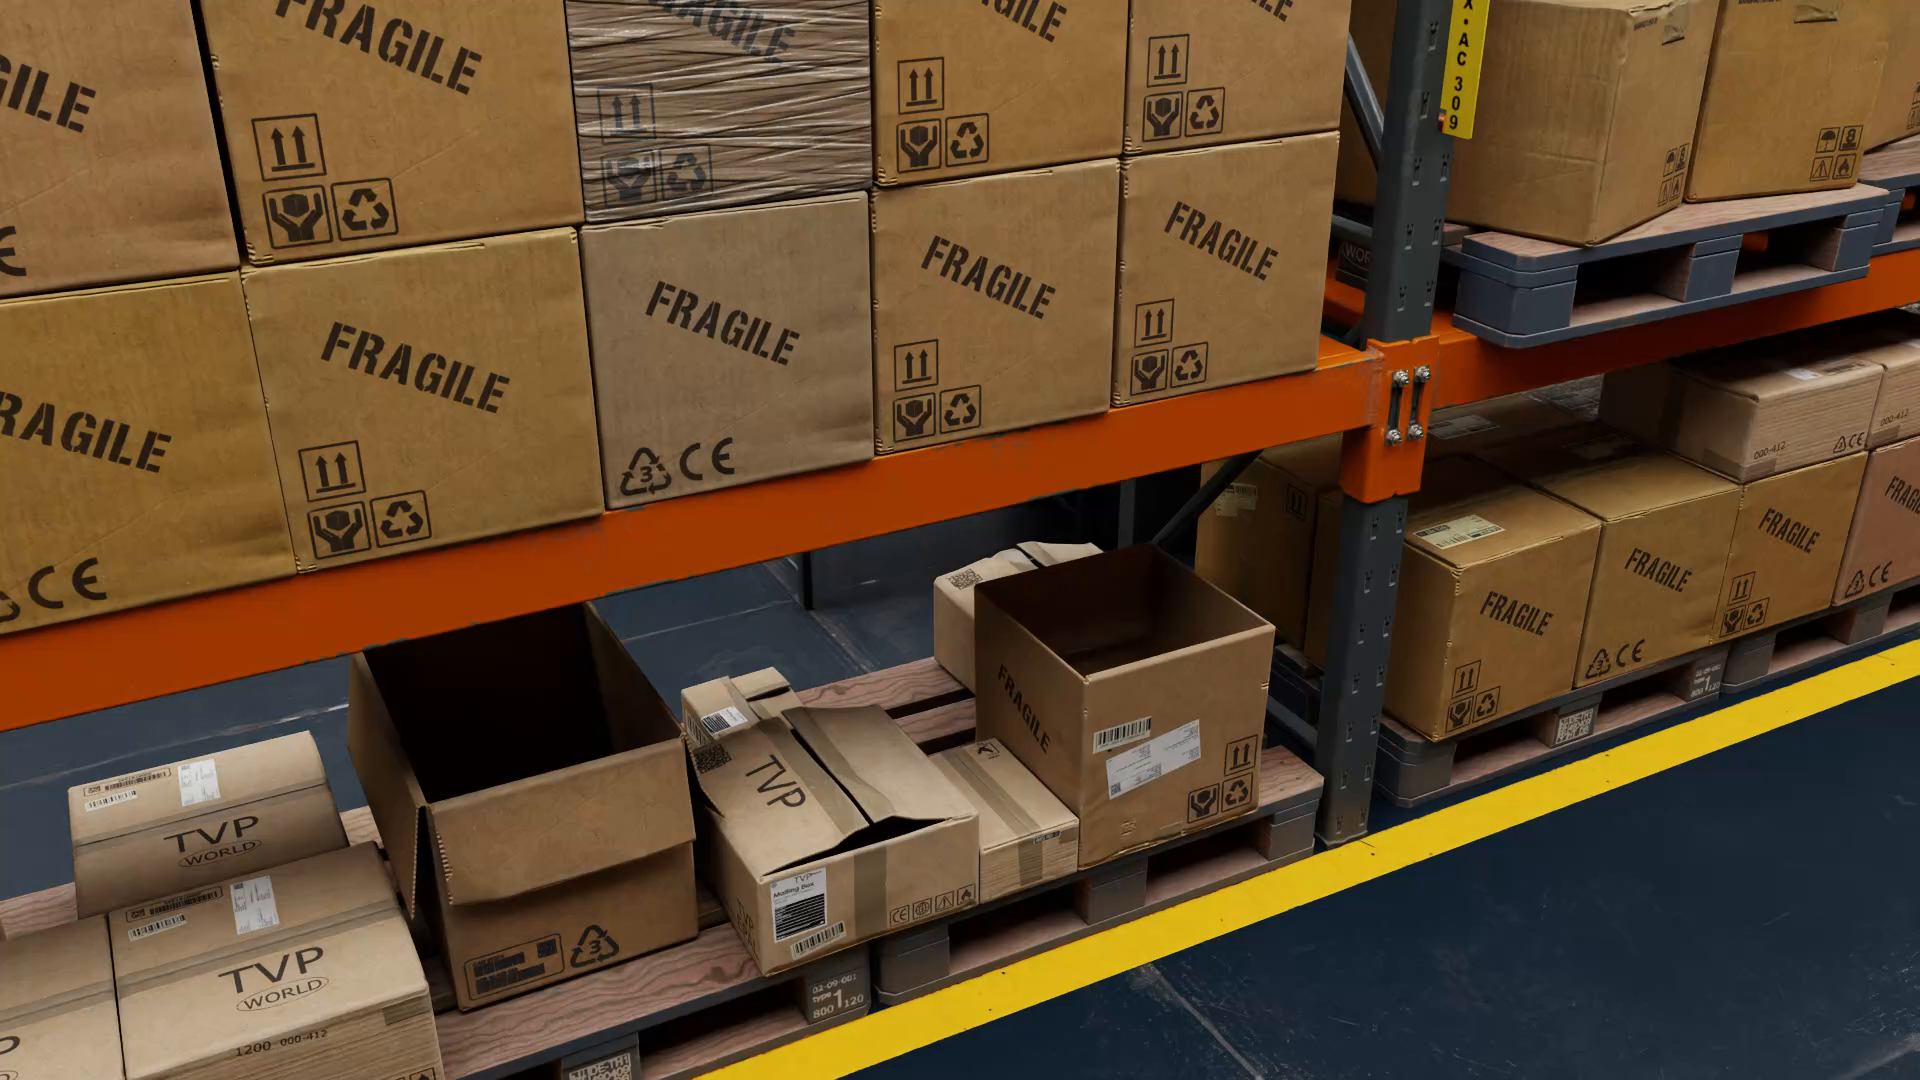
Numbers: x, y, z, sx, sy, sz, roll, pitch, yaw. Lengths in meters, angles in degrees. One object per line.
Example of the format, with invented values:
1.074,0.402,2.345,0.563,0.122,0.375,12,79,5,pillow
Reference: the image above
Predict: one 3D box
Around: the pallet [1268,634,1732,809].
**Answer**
1.437,0.294,4.893,1.213,0.211,1.003,-13,29,-25,pallet

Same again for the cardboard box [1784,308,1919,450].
2.603,-0.504,4.847,0.500,0.250,0.500,-14,29,-26,cardboard box

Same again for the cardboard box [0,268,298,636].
-1.380,-0.211,2.608,0.500,0.500,0.500,-13,29,-25,cardboard box

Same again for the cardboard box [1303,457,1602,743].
1.278,0.140,4.372,0.500,0.500,0.500,-14,29,-27,cardboard box

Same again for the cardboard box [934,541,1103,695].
0.264,0.234,4.395,0.500,0.311,0.500,-13,29,-25,cardboard box

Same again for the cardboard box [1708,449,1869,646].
2.188,-0.072,4.813,0.500,0.500,0.500,-13,28,-24,cardboard box

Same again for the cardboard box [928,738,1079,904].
0.065,0.628,3.762,0.250,0.149,0.380,-13,29,-25,cardboard box

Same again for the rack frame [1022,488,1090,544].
0.314,-0.748,5.574,0.032,1.500,0.500,-12,28,-24,rack frame

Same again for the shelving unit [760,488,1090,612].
-0.139,-0.648,5.367,1.048,1.500,0.538,-12,28,-24,shelving unit

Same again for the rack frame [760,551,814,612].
-0.593,-0.549,5.160,0.032,1.500,0.500,-12,28,-24,rack frame

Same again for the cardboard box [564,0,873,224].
-0.483,-0.869,2.823,0.500,0.500,0.500,-13,28,-25,cardboard box

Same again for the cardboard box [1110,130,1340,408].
0.416,-0.628,3.477,0.500,0.500,0.500,-12,28,-24,cardboard box

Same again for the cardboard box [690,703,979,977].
-0.294,0.608,3.616,0.500,0.311,0.500,-13,29,-25,cardboard box

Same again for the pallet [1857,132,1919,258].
2.552,-1.113,4.824,1.213,0.211,1.003,-13,29,-25,pallet

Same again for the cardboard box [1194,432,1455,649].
1.037,-0.064,4.798,0.500,0.500,0.500,-13,29,-25,cardboard box

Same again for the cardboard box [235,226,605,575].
-0.938,-0.312,2.819,0.500,0.500,0.500,-13,28,-24,cardboard box

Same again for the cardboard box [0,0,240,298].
-1.376,-0.663,2.394,0.500,0.500,0.500,-13,28,-24,cardboard box

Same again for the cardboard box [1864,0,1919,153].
2.267,-1.401,4.601,0.500,0.500,0.700,-22,33,-38,cardboard box

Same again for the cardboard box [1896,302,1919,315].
3.271,-0.577,5.865,0.500,0.500,0.500,-14,29,-27,cardboard box

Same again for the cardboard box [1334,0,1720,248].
1.260,-1.028,3.825,0.700,0.500,0.500,22,33,37,cardboard box

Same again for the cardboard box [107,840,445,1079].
-1.297,0.867,3.147,0.500,0.250,0.500,-13,29,-25,cardboard box

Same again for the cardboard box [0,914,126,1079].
-1.738,0.969,2.935,0.500,0.250,0.500,-13,29,-25,cardboard box

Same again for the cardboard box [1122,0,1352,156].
0.412,-1.077,3.256,0.500,0.500,0.500,-13,28,-25,cardboard box

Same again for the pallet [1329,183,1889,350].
1.493,-0.817,4.208,1.213,0.211,1.003,-13,29,-25,pallet

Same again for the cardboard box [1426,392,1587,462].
1.477,-0.162,5.001,0.500,0.500,0.500,-13,29,-25,cardboard box

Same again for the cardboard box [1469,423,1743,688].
1.744,0.027,4.607,0.500,0.500,0.500,-13,28,-24,cardboard box

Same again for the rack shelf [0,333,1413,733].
-1.028,-0.051,3.222,4.000,0.370,1.077,-13,29,-25,rack shelf

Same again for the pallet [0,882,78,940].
-2.023,1.111,3.193,1.213,0.211,1.003,-13,29,-25,pallet

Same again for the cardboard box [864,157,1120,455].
-0.038,-0.523,3.257,0.500,0.500,0.500,-12,28,-24,cardboard box

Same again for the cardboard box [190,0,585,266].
-0.928,-0.767,2.611,0.500,0.500,0.500,-13,29,-26,cardboard box

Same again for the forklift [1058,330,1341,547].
1.652,-1.729,5.965,3.031,2.935,1.130,-12,28,-24,forklift

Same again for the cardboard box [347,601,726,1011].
-0.919,0.529,3.559,0.637,0.503,0.797,-13,29,-25,cardboard box

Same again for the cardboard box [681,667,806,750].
-0.494,0.479,4.052,0.250,0.166,0.380,-13,29,-25,cardboard box

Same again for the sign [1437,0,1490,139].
0.999,-0.967,3.299,0.005,0.325,0.100,-13,29,-25,sign

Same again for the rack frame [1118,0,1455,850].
0.737,-0.783,3.915,0.127,3.000,1.000,-13,29,-25,rack frame

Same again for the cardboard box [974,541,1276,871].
0.367,0.370,3.893,0.500,0.500,0.500,-13,29,-25,cardboard box

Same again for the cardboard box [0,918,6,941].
-2.029,0.858,3.263,0.250,0.166,0.380,-13,29,-25,cardboard box

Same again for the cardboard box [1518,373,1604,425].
1.920,-0.264,5.213,0.500,0.500,0.500,-13,28,-24,cardboard box

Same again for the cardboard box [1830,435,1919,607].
2.634,-0.174,5.027,0.500,0.500,0.500,-14,29,-27,cardboard box

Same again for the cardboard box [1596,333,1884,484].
2.161,-0.401,4.634,0.500,0.250,0.500,-13,29,-25,cardboard box

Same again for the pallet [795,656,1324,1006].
0.130,0.614,4.228,1.213,0.211,1.003,-13,29,-25,pallet

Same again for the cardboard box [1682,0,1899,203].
1.837,-1.192,4.167,0.500,0.500,0.700,-8,27,-17,cardboard box

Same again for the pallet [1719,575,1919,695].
2.514,0.044,5.415,1.213,0.211,1.003,-13,29,-25,pallet

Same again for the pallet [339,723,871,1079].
-0.948,0.864,3.707,1.213,0.211,1.003,-13,29,-25,pallet

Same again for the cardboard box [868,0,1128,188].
-0.038,-0.971,3.037,0.500,0.500,0.500,-14,29,-26,cardboard box

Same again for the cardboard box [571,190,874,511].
-0.490,-0.417,3.037,0.500,0.500,0.500,-12,28,-24,cardboard box

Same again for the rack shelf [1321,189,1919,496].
2.501,-0.866,4.919,4.000,0.370,1.077,-13,29,-25,rack shelf

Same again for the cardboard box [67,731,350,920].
-1.577,0.686,3.524,0.500,0.250,0.500,-13,29,-25,cardboard box
